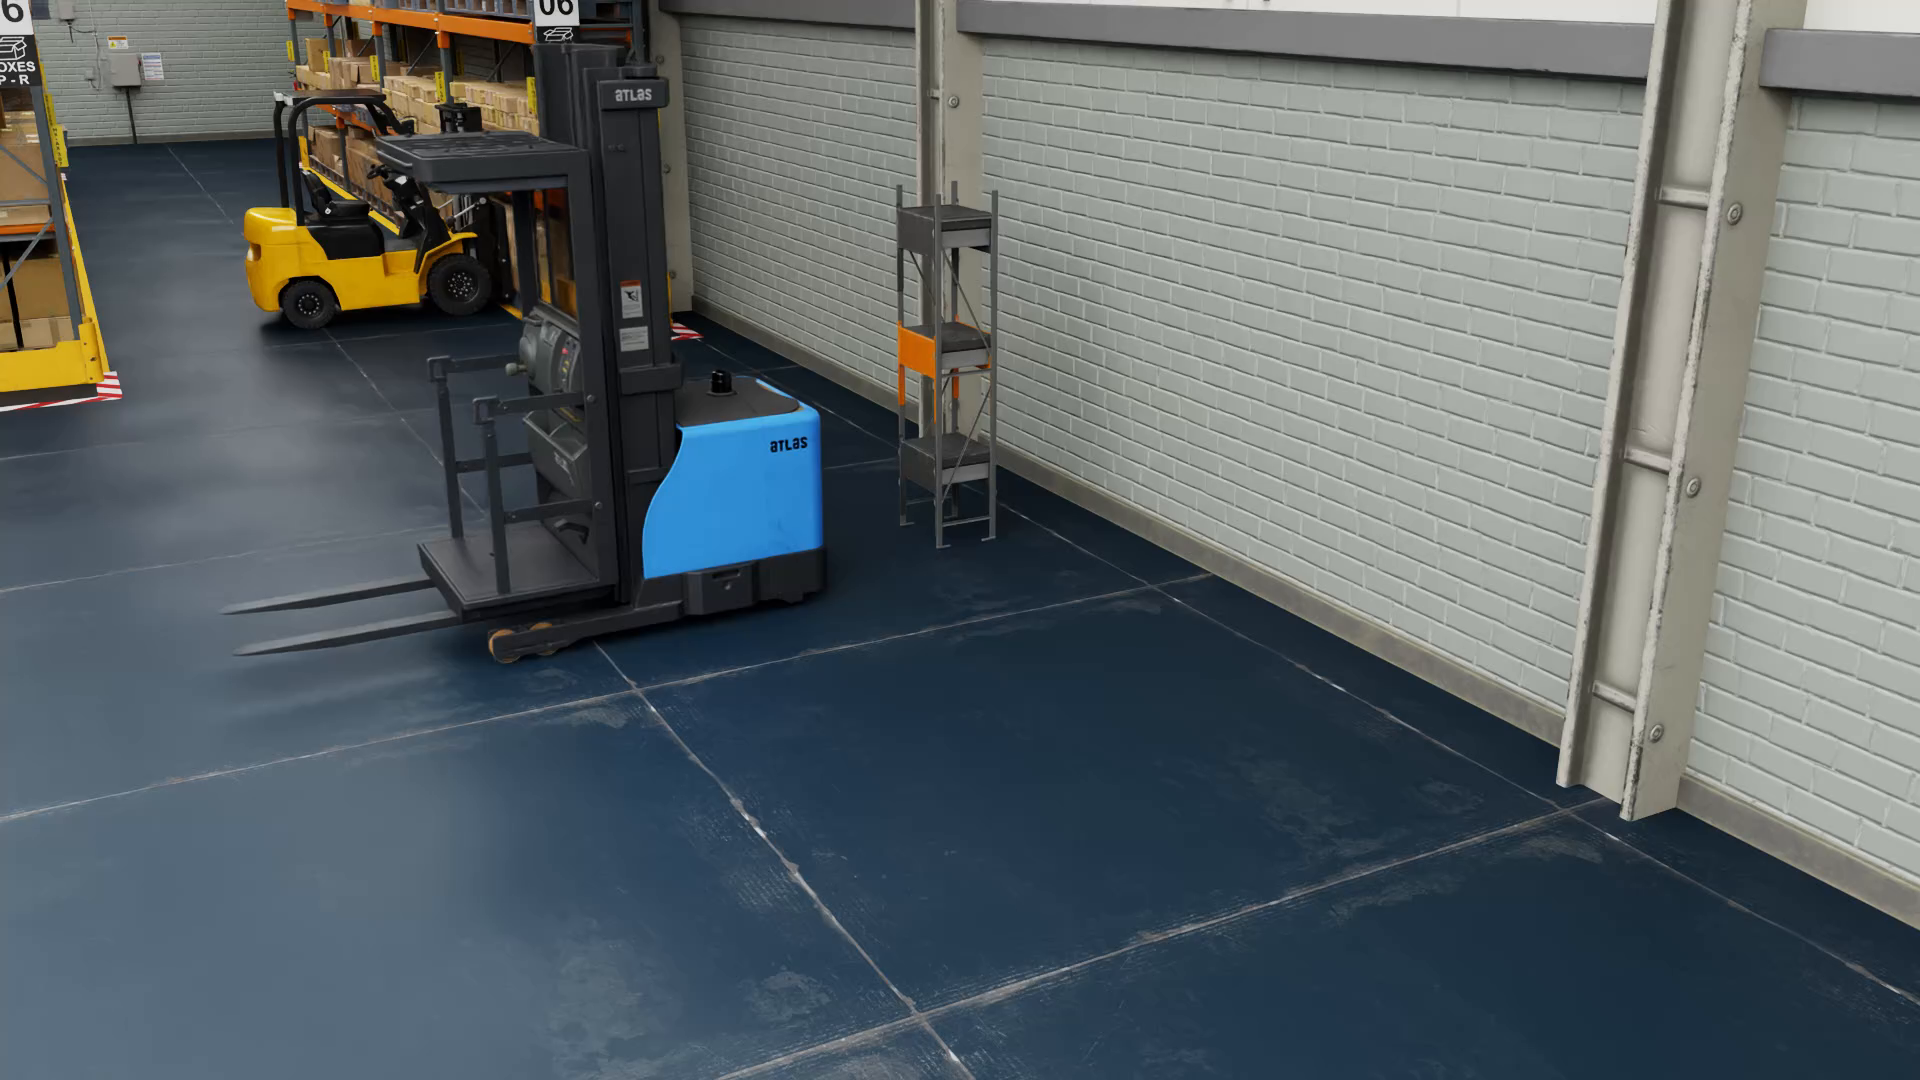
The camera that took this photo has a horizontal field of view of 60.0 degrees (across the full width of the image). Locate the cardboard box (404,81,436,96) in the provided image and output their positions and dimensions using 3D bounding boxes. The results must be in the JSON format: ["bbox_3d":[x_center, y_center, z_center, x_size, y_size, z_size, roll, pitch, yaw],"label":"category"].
[{"bbox_3d":[-6.668,-5.597,20.604,0.380,0.149,0.250,-9,21,-26],"label":"cardboard box"}]

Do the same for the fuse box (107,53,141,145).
[{"bbox_3d":[-16.128,-8.565,32.329,0.539,1.711,0.414,-10,21,-27],"label":"fuse box"}]

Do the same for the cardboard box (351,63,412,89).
[{"bbox_3d":[-8.120,-6.436,23.382,0.797,0.503,0.637,-11,22,-28],"label":"cardboard box"}]

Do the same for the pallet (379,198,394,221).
[{"bbox_3d":[-7.504,-4.651,23.285,1.003,0.211,1.213,-10,21,-27],"label":"pallet"}]

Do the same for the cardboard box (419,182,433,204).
[{"bbox_3d":[-6.261,-4.264,20.886,0.875,0.625,0.625,-11,22,-29],"label":"cardboard box"}]

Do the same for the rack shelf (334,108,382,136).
[{"bbox_3d":[-8.132,-5.983,23.974,1.077,0.370,4.000,-10,21,-27],"label":"rack shelf"}]

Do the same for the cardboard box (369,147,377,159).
[{"bbox_3d":[-8.245,-5.560,23.839,0.380,0.149,0.250,-11,22,-29],"label":"cardboard box"}]

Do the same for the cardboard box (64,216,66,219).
[{"bbox_3d":[-9.133,-2.955,16.520,0.500,0.500,0.500,-10,22,-27],"label":"cardboard box"}]

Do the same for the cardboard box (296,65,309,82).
[{"bbox_3d":[-11.003,-7.943,28.325,0.500,0.250,0.500,-10,21,-26],"label":"cardboard box"}]

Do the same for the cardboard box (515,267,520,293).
[{"bbox_3d":[-4.113,-2.581,16.584,0.500,0.250,0.500,-10,21,-27],"label":"cardboard box"}]

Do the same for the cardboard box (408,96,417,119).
[{"bbox_3d":[-6.453,-5.309,20.382,0.500,0.250,0.500,-10,21,-26],"label":"cardboard box"}]

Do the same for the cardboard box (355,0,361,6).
[{"bbox_3d":[-7.879,-7.350,22.464,0.500,0.250,0.500,-10,21,-26],"label":"cardboard box"}]

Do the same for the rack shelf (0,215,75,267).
[{"bbox_3d":[-8.700,-2.916,15.087,1.077,0.370,4.000,-10,21,-27],"label":"rack shelf"}]

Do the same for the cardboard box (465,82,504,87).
[{"bbox_3d":[-5.174,-4.899,18.127,0.380,0.149,0.250,-10,21,-26],"label":"cardboard box"}]

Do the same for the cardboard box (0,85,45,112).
[{"bbox_3d":[-9.620,-4.396,17.019,0.500,0.500,0.500,-9,21,-25],"label":"cardboard box"}]

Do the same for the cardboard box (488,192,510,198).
[{"bbox_3d":[-5.096,-3.636,18.109,0.500,0.250,0.500,-10,21,-27],"label":"cardboard box"}]

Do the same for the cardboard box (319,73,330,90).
[{"bbox_3d":[-9.789,-7.217,26.221,0.500,0.250,0.500,-10,21,-26],"label":"cardboard box"}]

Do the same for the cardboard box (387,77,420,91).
[{"bbox_3d":[-7.163,-5.889,21.452,0.380,0.149,0.250,-9,21,-25],"label":"cardboard box"}]

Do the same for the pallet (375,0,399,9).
[{"bbox_3d":[-6.782,-6.896,21.210,1.213,0.211,1.003,-9,21,-24],"label":"pallet"}]

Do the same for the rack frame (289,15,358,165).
[{"bbox_3d":[-10.981,-8.045,28.848,1.000,3.000,0.127,-10,21,-27],"label":"rack frame"}]

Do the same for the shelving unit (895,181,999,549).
[{"bbox_3d":[-0.079,-1.040,9.927,0.431,2.100,0.503,-10,21,-27],"label":"shelving unit"}]

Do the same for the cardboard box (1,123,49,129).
[{"bbox_3d":[-8.472,-3.488,15.032,0.500,0.500,0.500,-10,22,-28],"label":"cardboard box"}]

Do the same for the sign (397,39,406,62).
[{"bbox_3d":[-8.595,-7.531,25.583,0.100,0.325,0.005,-10,21,-27],"label":"sign"}]

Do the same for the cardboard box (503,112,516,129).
[{"bbox_3d":[-4.288,-4.157,16.433,0.380,0.149,0.250,-11,22,-28],"label":"cardboard box"}]

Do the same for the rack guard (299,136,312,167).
[{"bbox_3d":[-10.945,-6.842,29.192,1.175,0.500,0.348,-10,21,-27],"label":"rack guard"}]

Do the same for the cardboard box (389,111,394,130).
[{"bbox_3d":[-7.187,-5.513,21.738,0.500,0.250,0.500,-10,21,-26],"label":"cardboard box"}]

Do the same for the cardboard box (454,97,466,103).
[{"bbox_3d":[-5.363,-4.822,18.359,0.380,0.149,0.250,-10,22,-28],"label":"cardboard box"}]

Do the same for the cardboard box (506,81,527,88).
[{"bbox_3d":[-4.783,-4.972,18.337,0.380,0.149,0.250,-11,22,-28],"label":"cardboard box"}]

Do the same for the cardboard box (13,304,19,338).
[{"bbox_3d":[-8.610,-1.921,14.672,0.500,0.250,0.500,-10,21,-26],"label":"cardboard box"}]

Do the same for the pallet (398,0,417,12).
[{"bbox_3d":[-6.248,-6.576,20.281,1.003,0.211,1.213,-9,21,-24],"label":"pallet"}]

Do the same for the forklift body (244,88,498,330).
[{"bbox_3d":[-5.890,-3.313,16.434,2.313,2.155,1.214,-10,21,-27],"label":"forklift body"}]

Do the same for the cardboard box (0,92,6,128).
[{"bbox_3d":[-8.866,-3.897,14.685,0.700,0.500,0.500,-10,21,-27],"label":"cardboard box"}]

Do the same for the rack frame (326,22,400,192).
[{"bbox_3d":[-9.082,-6.897,25.520,1.000,3.000,0.127,-10,21,-27],"label":"rack frame"}]

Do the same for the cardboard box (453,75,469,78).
[{"bbox_3d":[-6.627,-5.983,21.723,0.380,0.149,0.250,-9,21,-25],"label":"cardboard box"}]

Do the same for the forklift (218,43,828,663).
[{"bbox_3d":[-2.273,-0.964,8.432,3.031,2.935,1.130,-10,22,-27],"label":"forklift"}]

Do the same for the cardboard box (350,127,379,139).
[{"bbox_3d":[-8.980,-6.150,25.093,0.380,0.149,0.250,-11,22,-29],"label":"cardboard box"}]

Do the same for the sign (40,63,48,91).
[{"bbox_3d":[-11.076,-5.575,20.037,0.100,0.325,0.005,-10,21,-27],"label":"sign"}]

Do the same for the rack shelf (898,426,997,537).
[{"bbox_3d":[-0.079,-0.365,10.159,0.431,0.518,0.480,-10,21,-27],"label":"rack shelf"}]

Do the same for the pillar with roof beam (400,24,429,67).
[{"bbox_3d":[-12.408,-9.406,23.593,9.100,9.000,0.400,-10,21,-27],"label":"pillar with roof beam"}]

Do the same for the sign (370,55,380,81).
[{"bbox_3d":[-7.656,-6.172,21.765,0.100,0.325,0.005,-10,21,-27],"label":"sign"}]

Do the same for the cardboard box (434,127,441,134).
[{"bbox_3d":[-5.753,-4.634,19.191,0.500,0.250,0.500,-9,21,-25],"label":"cardboard box"}]

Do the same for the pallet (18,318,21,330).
[{"bbox_3d":[-8.716,-1.974,15.529,1.003,0.211,1.213,-10,21,-27],"label":"pallet"}]

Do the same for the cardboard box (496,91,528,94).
[{"bbox_3d":[-4.473,-4.456,16.843,0.380,0.149,0.250,-10,21,-26],"label":"cardboard box"}]

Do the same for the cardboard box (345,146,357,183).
[{"bbox_3d":[-9.050,-5.740,25.356,0.500,0.500,0.500,-9,21,-24],"label":"cardboard box"}]

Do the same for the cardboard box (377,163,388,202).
[{"bbox_3d":[-7.801,-4.999,23.208,0.500,0.500,0.500,-10,22,-27],"label":"cardboard box"}]

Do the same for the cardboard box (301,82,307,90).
[{"bbox_3d":[-11.067,-7.790,28.492,0.380,0.149,0.250,-10,21,-27],"label":"cardboard box"}]

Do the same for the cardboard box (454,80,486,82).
[{"bbox_3d":[-6.133,-5.693,20.885,0.380,0.149,0.250,-10,22,-28],"label":"cardboard box"}]
